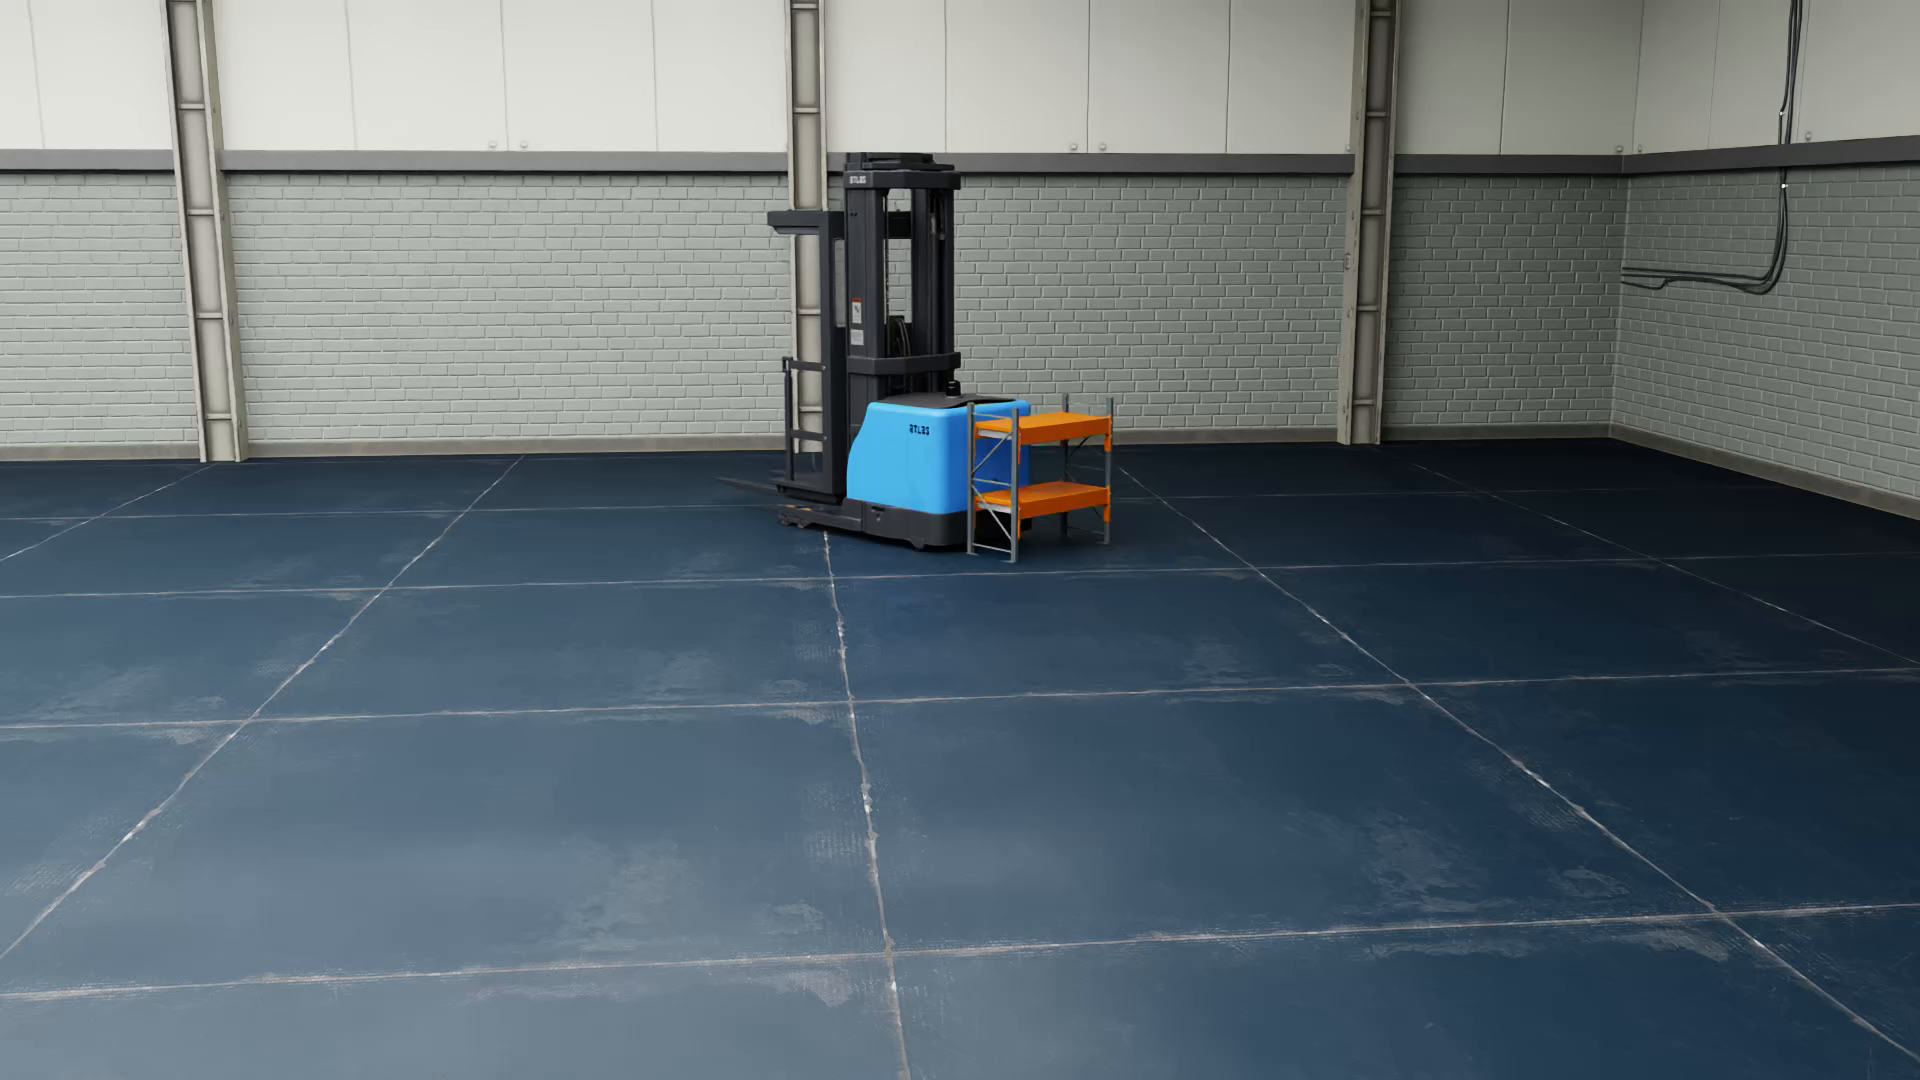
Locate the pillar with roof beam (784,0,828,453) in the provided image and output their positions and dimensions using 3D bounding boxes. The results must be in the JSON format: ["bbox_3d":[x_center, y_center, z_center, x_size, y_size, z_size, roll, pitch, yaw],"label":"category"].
[{"bbox_3d":[-1.109,-4.540,12.632,0.400,9.000,9.100,-1,11,-6],"label":"pillar with roof beam"}]

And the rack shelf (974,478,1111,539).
[{"bbox_3d":[0.603,-0.244,12.463,1.000,0.278,0.538,-10,15,-43],"label":"rack shelf"}]

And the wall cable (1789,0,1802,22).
[{"bbox_3d":[7.755,-5.734,13.663,0.112,2.526,3.097,-1,11,-6],"label":"wall cable"}]

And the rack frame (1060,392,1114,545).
[{"bbox_3d":[0.970,-0.552,12.761,0.032,1.125,0.500,-10,15,-43],"label":"rack frame"}]

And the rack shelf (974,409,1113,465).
[{"bbox_3d":[0.603,-0.772,12.359,1.000,0.278,0.538,-10,15,-43],"label":"rack shelf"}]

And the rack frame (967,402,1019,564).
[{"bbox_3d":[0.237,-0.416,12.070,0.032,1.125,0.500,-10,15,-43],"label":"rack frame"}]

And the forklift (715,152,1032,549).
[{"bbox_3d":[-0.833,-1.593,13.372,1.130,2.935,3.031,-11,15,-43],"label":"forklift"}]

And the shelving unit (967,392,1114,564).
[{"bbox_3d":[0.603,-0.484,12.416,1.048,1.125,0.538,-10,15,-43],"label":"shelving unit"}]

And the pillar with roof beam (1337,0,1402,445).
[{"bbox_3d":[4.856,-4.665,13.268,0.400,9.000,9.100,-1,11,-6],"label":"pillar with roof beam"}]

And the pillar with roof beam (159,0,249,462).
[{"bbox_3d":[-7.074,-4.415,11.996,0.400,9.000,9.100,-1,11,-6],"label":"pillar with roof beam"}]

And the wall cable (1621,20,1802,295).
[{"bbox_3d":[7.462,-3.775,16.789,0.112,2.526,3.097,-1,11,-6],"label":"wall cable"}]
